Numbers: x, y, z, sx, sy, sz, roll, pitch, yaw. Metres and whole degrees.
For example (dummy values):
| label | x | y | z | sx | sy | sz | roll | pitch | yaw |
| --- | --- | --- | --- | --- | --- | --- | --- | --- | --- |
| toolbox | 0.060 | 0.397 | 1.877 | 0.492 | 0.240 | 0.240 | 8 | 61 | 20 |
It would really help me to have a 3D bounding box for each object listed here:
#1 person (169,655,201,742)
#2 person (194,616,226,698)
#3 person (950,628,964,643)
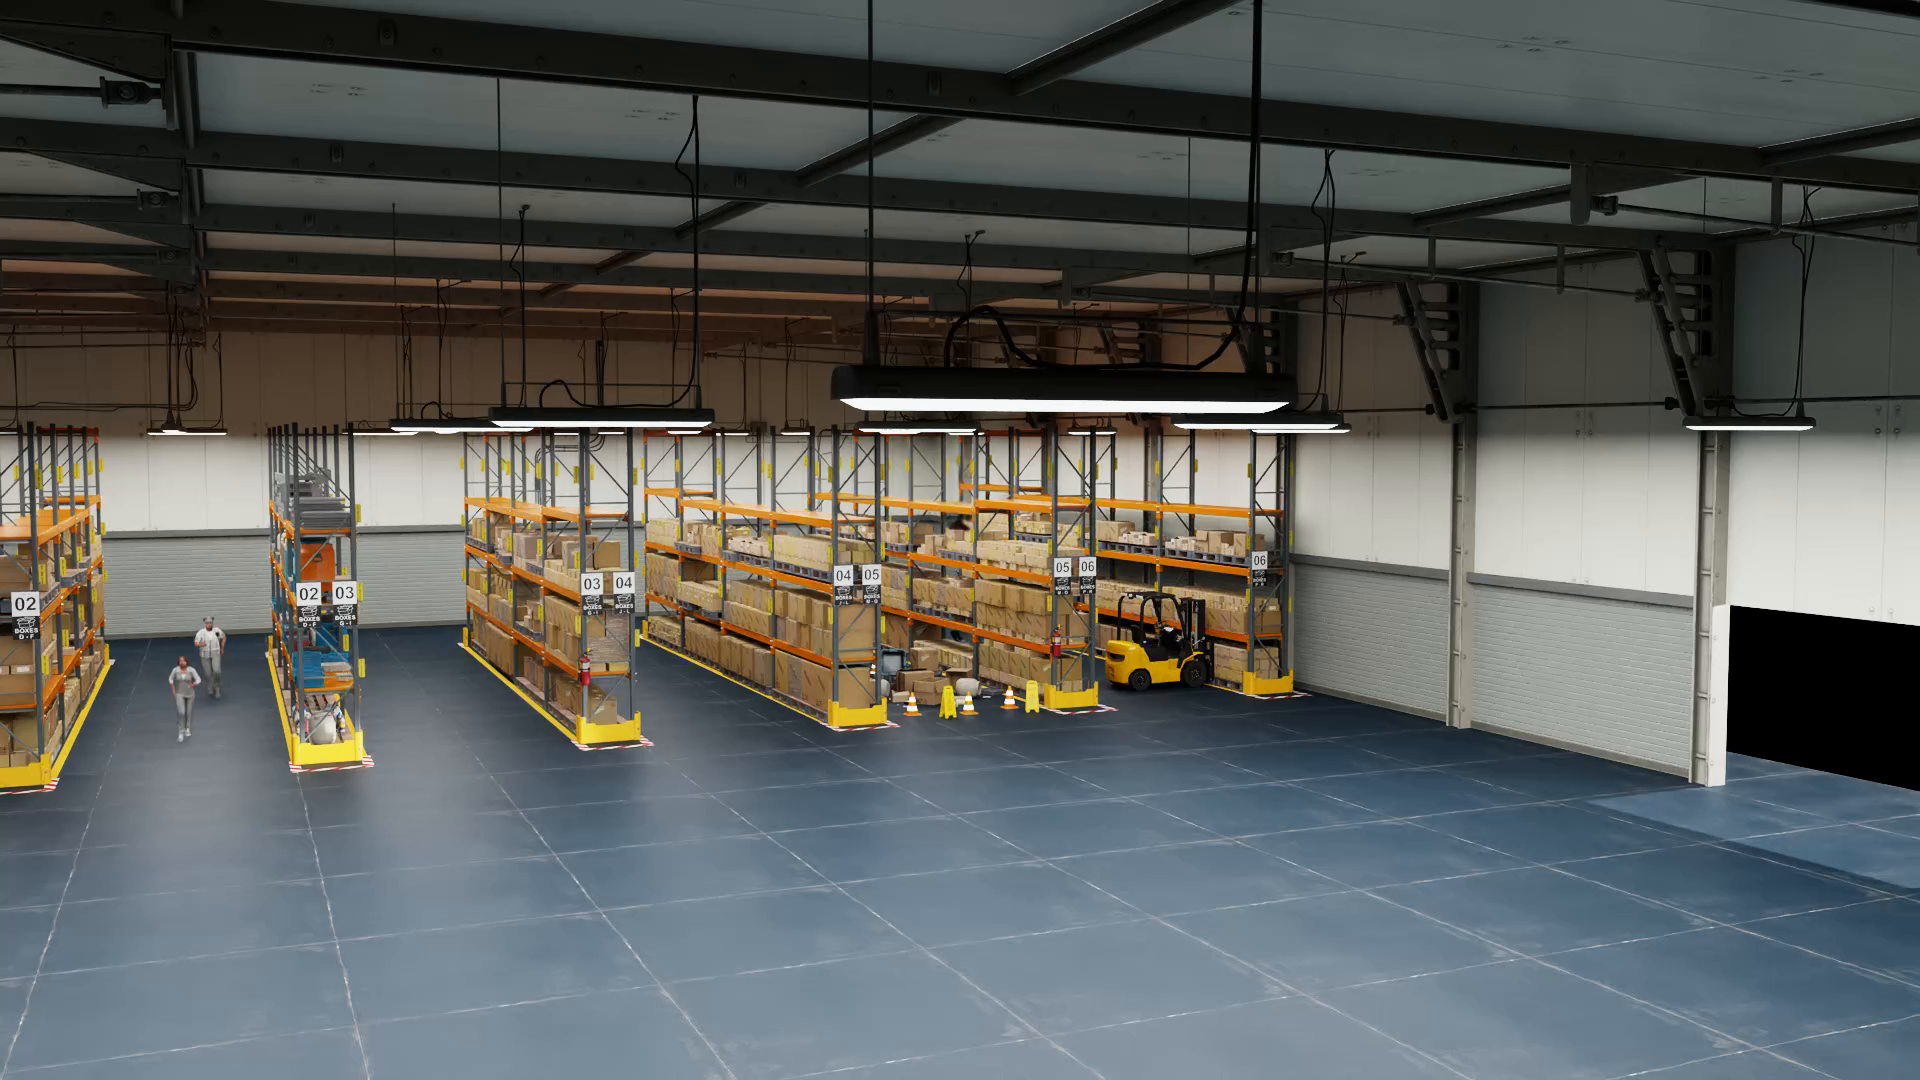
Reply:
| label | x | y | z | sx | sy | sz | roll | pitch | yaw |
| --- | --- | --- | --- | --- | --- | --- | --- | --- | --- |
| person | -14.716 | 3.010 | 31.600 | 0.547 | 1.651 | 0.671 | -2 | 4 | -27 |
| person | -16.596 | 2.603 | 36.820 | 0.640 | 1.852 | 0.780 | -1 | 4 | -23 |
| person | -0.083 | 2.206 | 44.927 | 0.546 | 1.562 | 0.496 | -2 | 4 | -30 |
